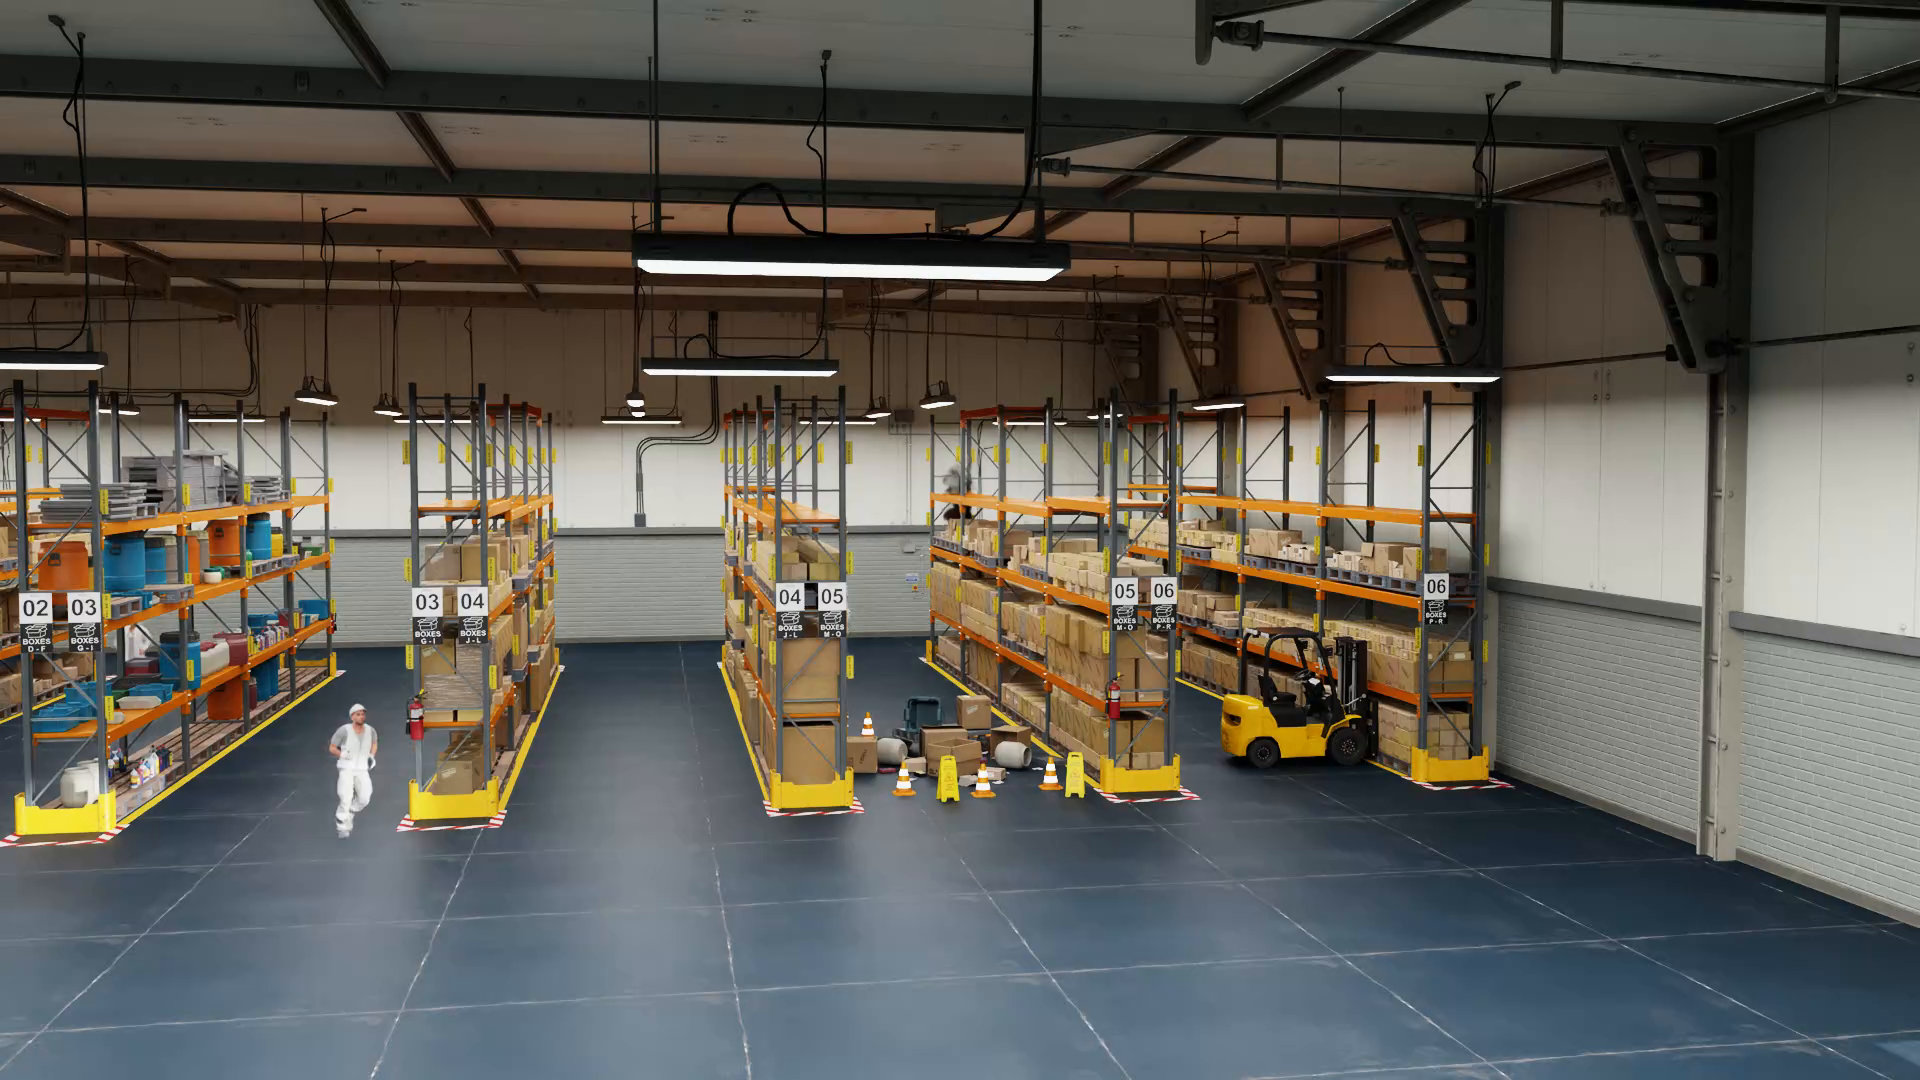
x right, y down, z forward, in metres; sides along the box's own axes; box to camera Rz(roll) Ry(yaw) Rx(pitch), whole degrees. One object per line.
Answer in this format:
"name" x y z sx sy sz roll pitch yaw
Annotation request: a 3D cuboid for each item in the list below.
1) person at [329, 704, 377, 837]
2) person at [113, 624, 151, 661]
"person" -7.914 3.023 21.843 0.672 1.729 0.600 -2 4 -38
"person" -17.026 2.402 34.206 0.707 1.724 0.669 -1 3 -19
